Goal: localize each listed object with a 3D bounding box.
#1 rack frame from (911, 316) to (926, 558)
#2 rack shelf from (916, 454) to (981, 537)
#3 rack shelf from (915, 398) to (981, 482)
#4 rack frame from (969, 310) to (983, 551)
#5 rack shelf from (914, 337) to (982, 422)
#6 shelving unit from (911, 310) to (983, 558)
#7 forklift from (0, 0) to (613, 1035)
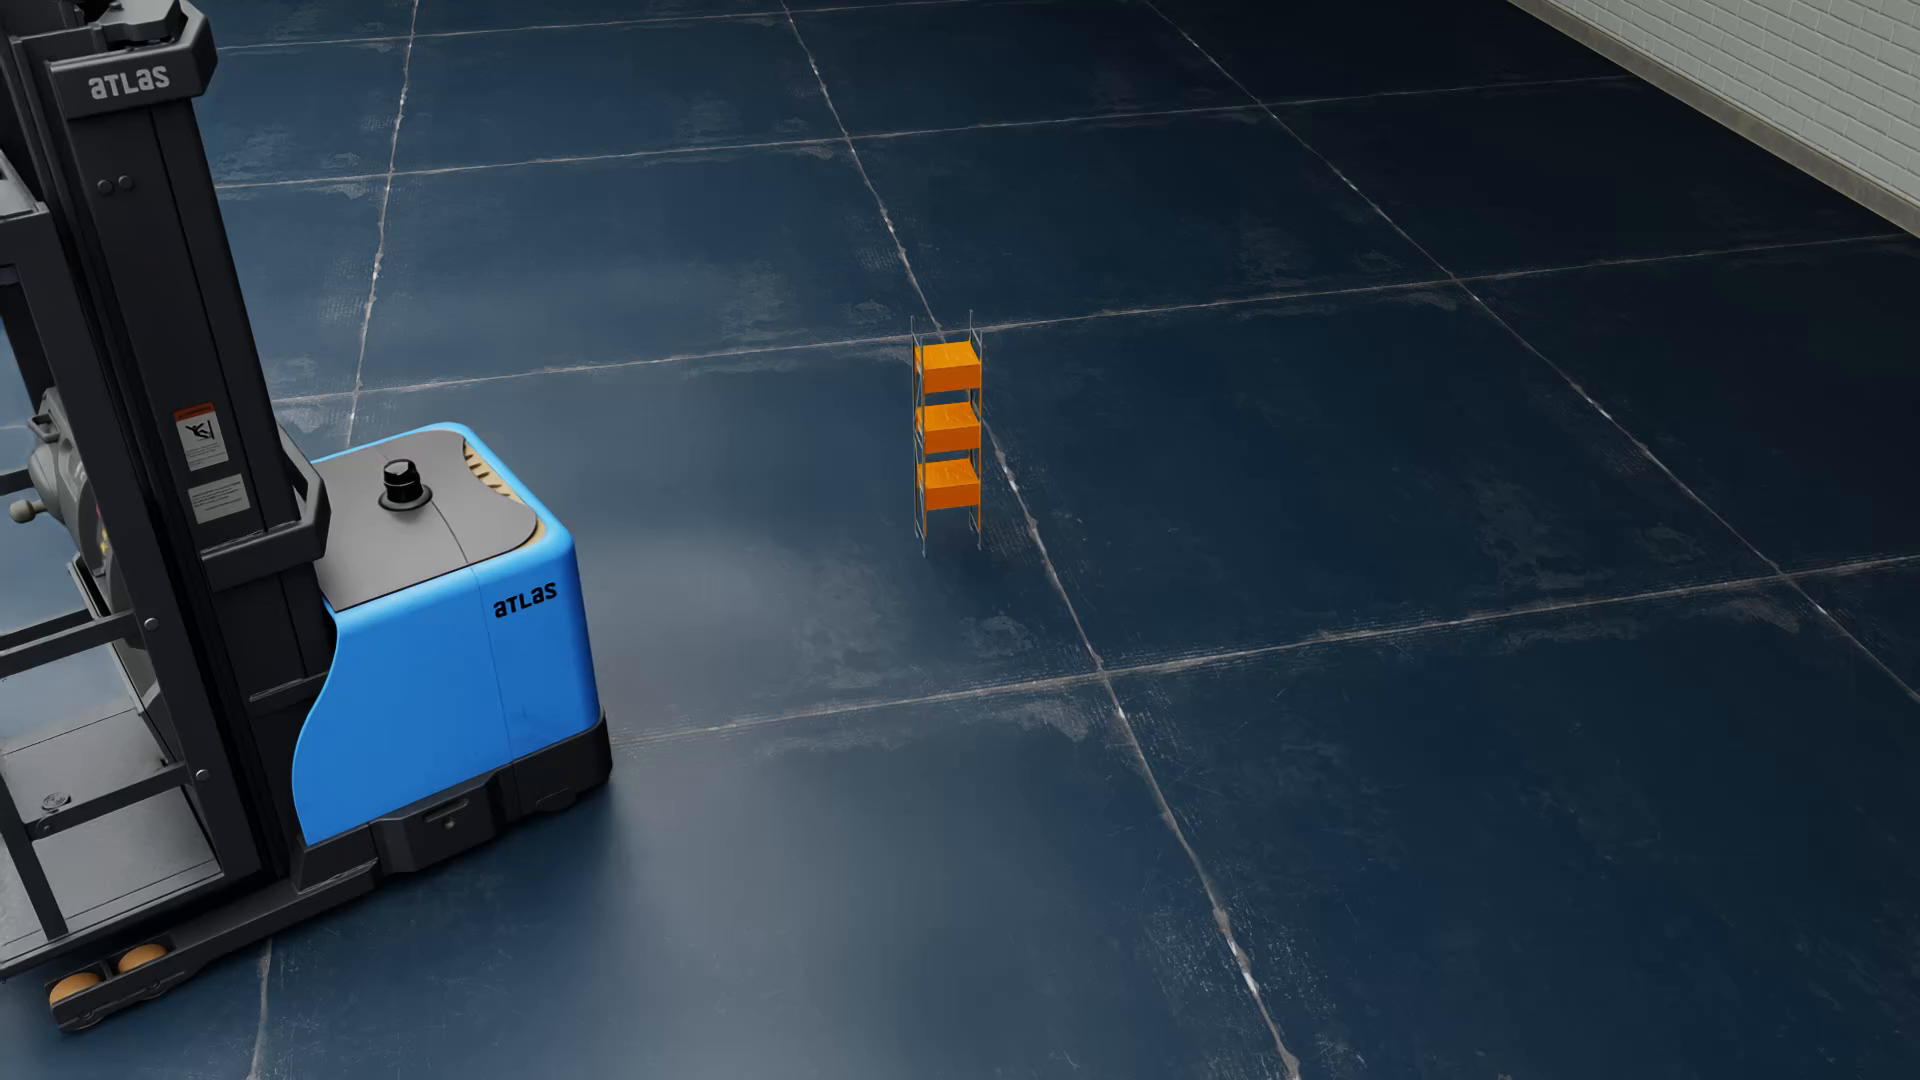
[{"bbox_3d":[-0.171,-0.414,6.925,0.008,1.050,0.200,-7,35,-11],"label":"rack frame"},{"bbox_3d":[-0.052,-0.190,7.108,0.240,0.259,0.215,-7,35,-11],"label":"rack shelf"},{"bbox_3d":[-0.052,-0.421,6.954,0.240,0.259,0.215,-7,35,-11],"label":"rack shelf"},{"bbox_3d":[0.067,-0.444,6.970,0.008,1.050,0.200,-7,35,-11],"label":"rack frame"},{"bbox_3d":[-0.052,-0.656,6.795,0.240,0.259,0.215,-7,35,-11],"label":"rack shelf"},{"bbox_3d":[-0.052,-0.429,6.948,0.252,1.050,0.215,-7,35,-11],"label":"shelving unit"},{"bbox_3d":[-2.727,-0.072,4.728,3.031,2.935,1.130,-22,40,-29],"label":"forklift"}]
